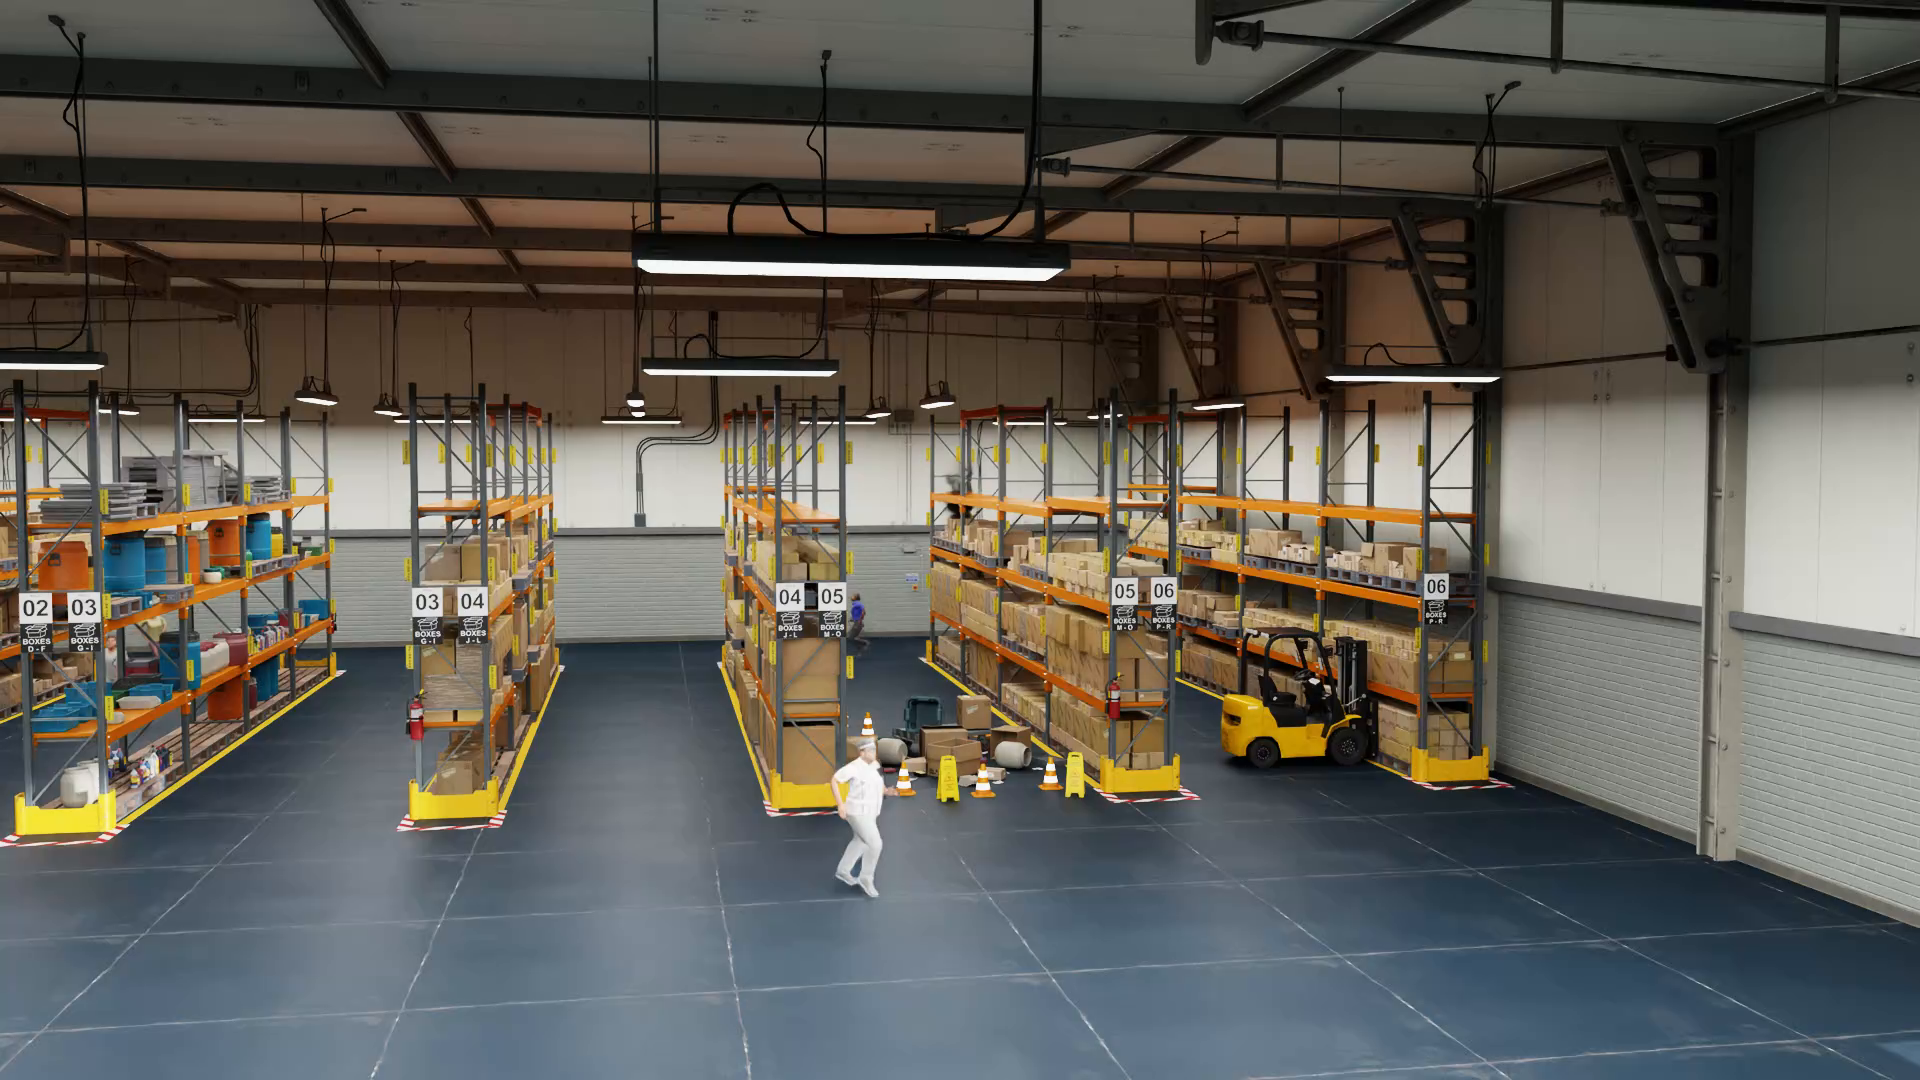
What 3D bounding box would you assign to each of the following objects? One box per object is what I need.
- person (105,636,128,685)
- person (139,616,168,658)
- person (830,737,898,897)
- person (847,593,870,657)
[{"bbox_3d":[-15.876,2.605,31.153,0.574,1.651,0.688,-1,3,-14],"label":"person"},{"bbox_3d":[-18.052,2.295,37.285,0.662,1.675,0.573,2,4,39],"label":"person"},{"bbox_3d":[-1.084,3.166,19.047,0.830,1.835,0.628,1,3,26],"label":"person"},{"bbox_3d":[-2.552,2.118,41.277,0.625,1.617,0.600,0,3,-8],"label":"person"}]
